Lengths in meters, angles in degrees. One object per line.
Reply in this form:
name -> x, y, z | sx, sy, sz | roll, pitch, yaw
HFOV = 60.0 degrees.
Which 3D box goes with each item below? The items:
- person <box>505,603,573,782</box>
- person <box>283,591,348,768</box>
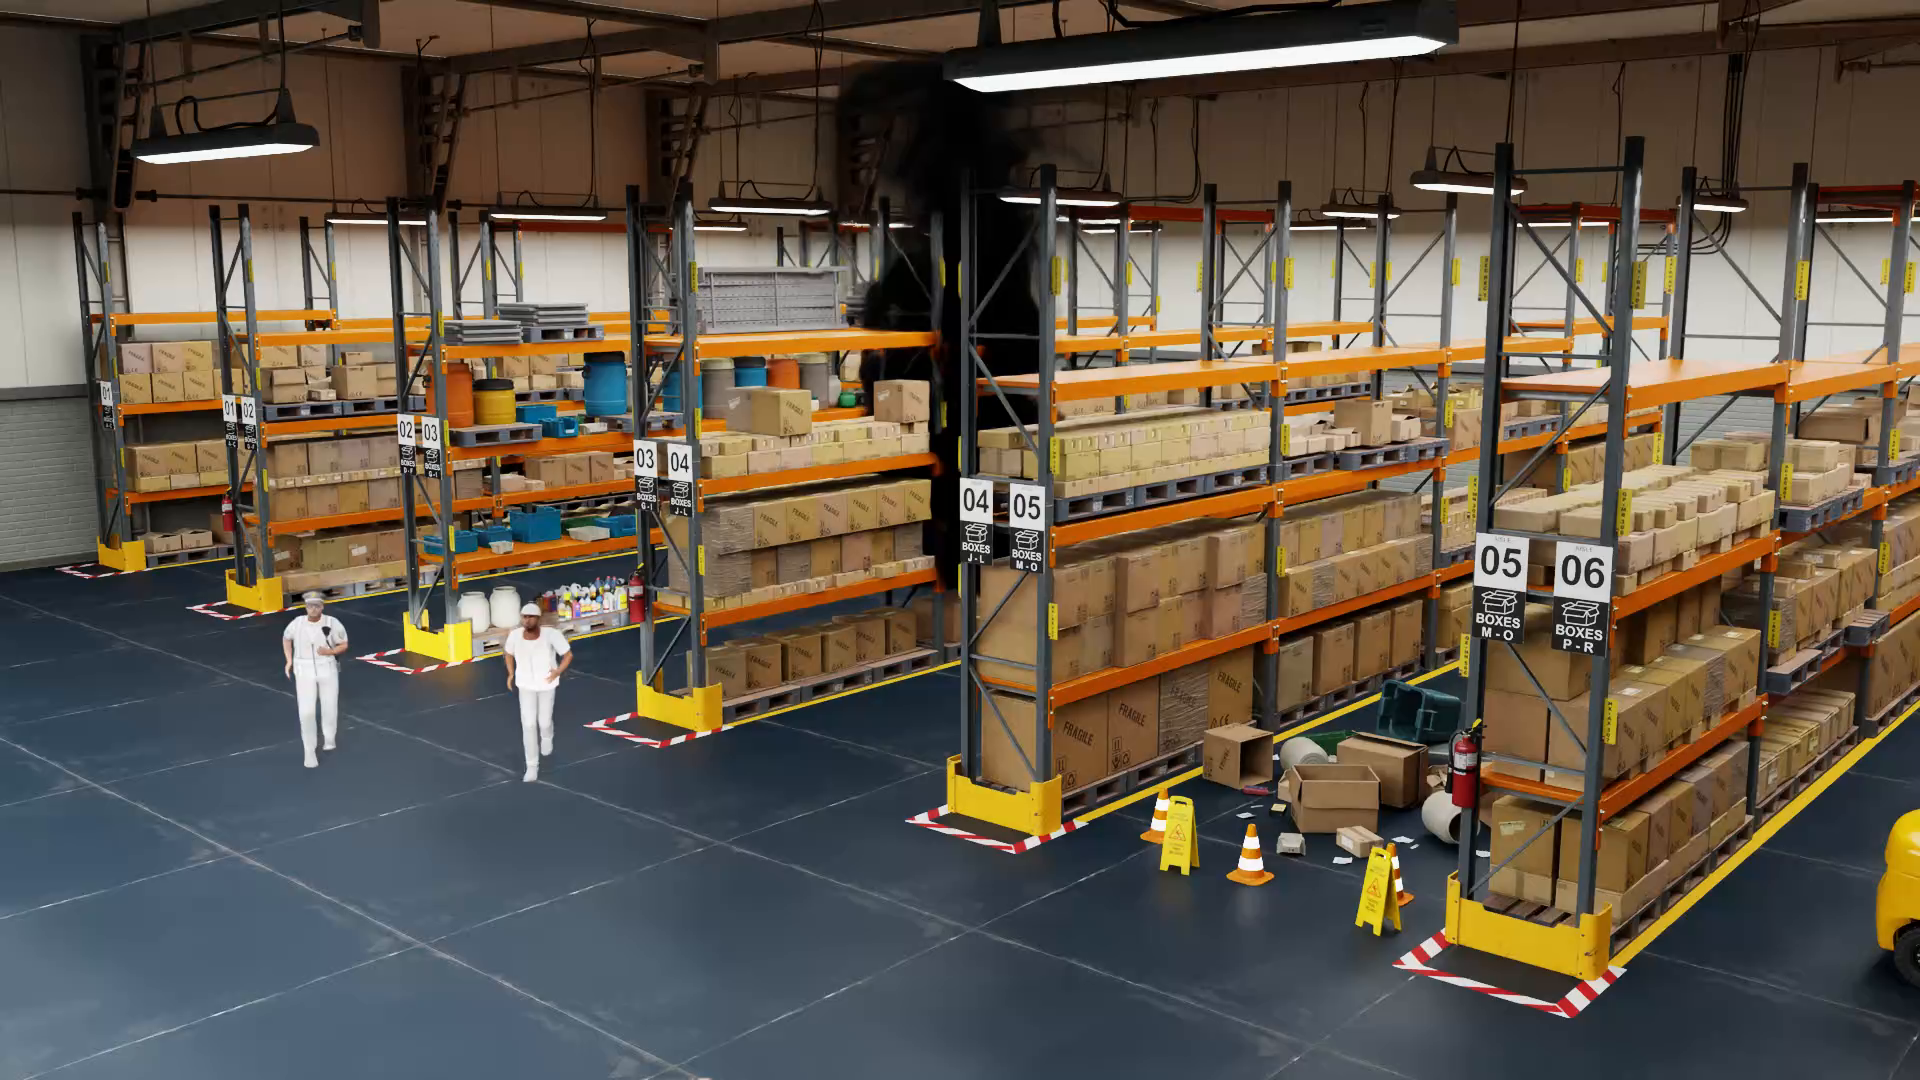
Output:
person -> -4.299, 1.499, 17.003 | 0.699, 1.792, 0.835 | -1, 9, -4
person -> -6.710, 1.440, 17.372 | 0.637, 1.851, 0.781 | -4, 10, -21
